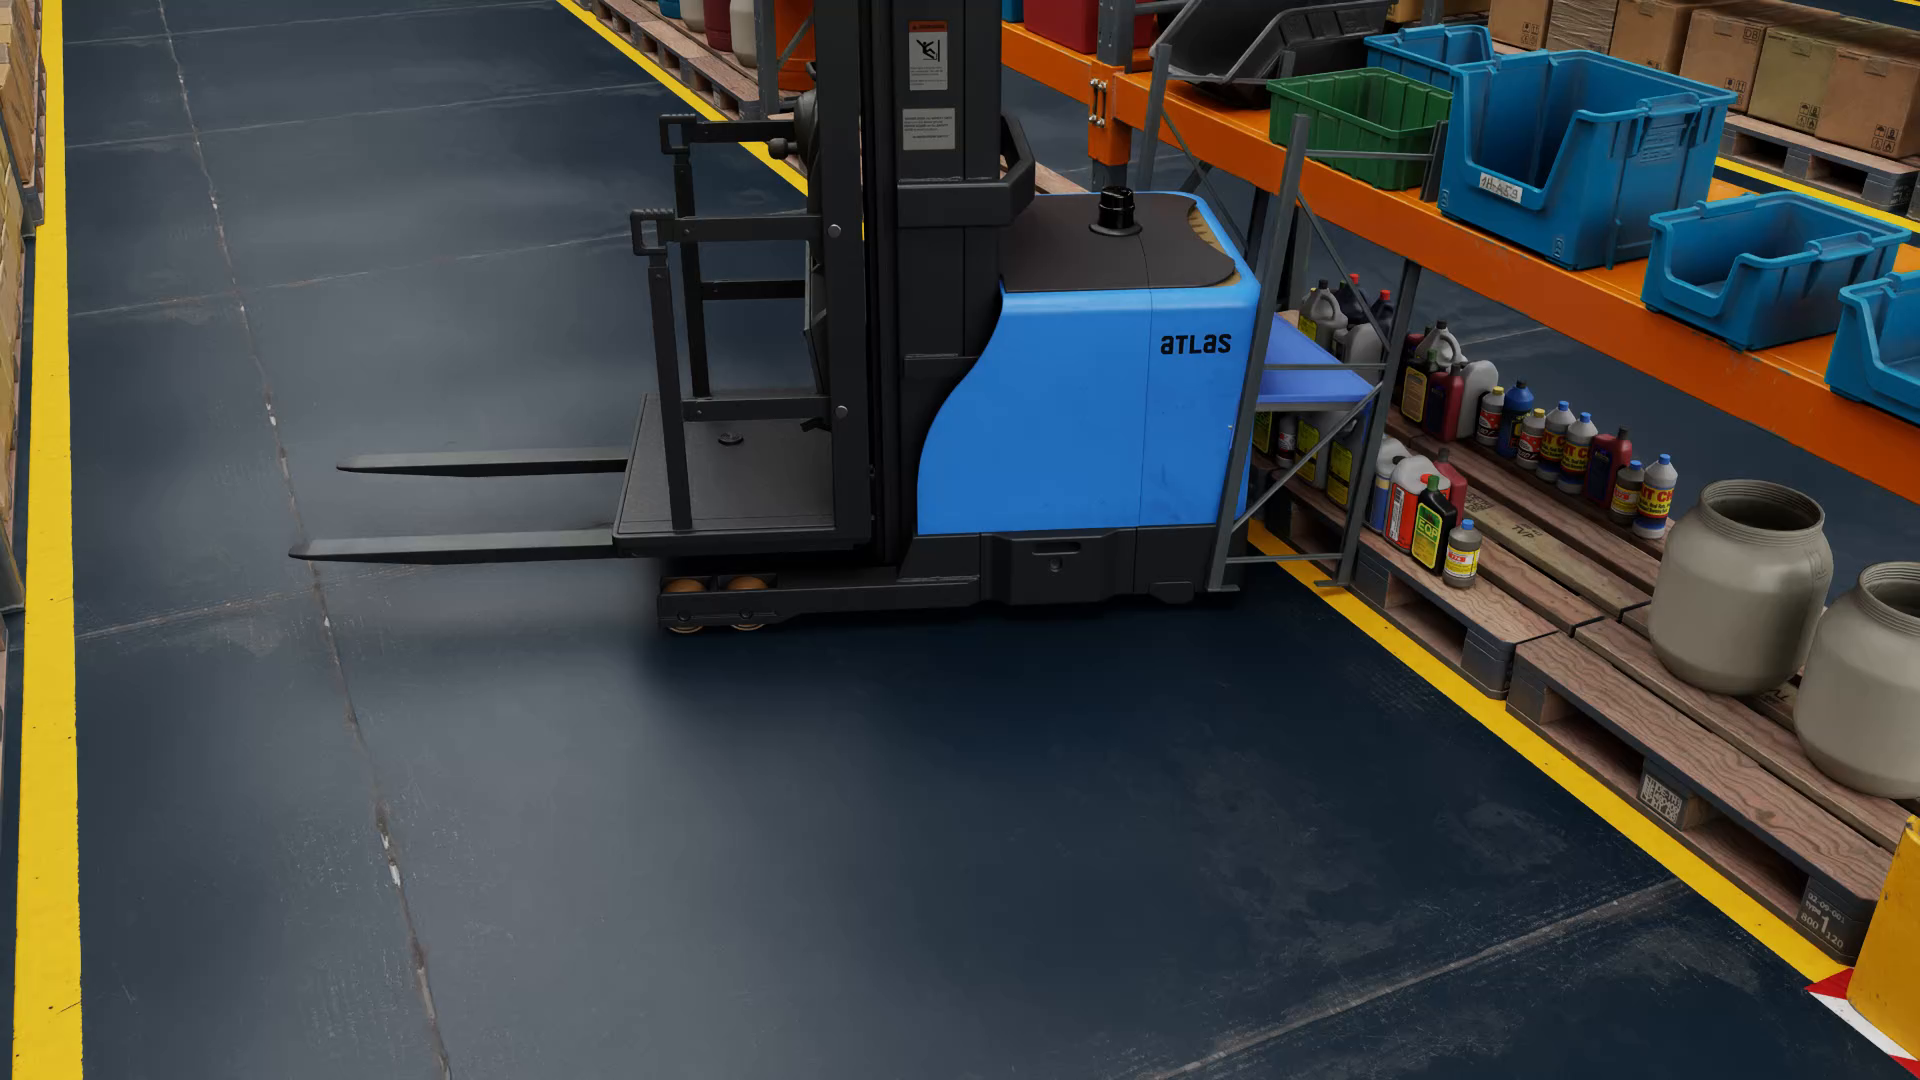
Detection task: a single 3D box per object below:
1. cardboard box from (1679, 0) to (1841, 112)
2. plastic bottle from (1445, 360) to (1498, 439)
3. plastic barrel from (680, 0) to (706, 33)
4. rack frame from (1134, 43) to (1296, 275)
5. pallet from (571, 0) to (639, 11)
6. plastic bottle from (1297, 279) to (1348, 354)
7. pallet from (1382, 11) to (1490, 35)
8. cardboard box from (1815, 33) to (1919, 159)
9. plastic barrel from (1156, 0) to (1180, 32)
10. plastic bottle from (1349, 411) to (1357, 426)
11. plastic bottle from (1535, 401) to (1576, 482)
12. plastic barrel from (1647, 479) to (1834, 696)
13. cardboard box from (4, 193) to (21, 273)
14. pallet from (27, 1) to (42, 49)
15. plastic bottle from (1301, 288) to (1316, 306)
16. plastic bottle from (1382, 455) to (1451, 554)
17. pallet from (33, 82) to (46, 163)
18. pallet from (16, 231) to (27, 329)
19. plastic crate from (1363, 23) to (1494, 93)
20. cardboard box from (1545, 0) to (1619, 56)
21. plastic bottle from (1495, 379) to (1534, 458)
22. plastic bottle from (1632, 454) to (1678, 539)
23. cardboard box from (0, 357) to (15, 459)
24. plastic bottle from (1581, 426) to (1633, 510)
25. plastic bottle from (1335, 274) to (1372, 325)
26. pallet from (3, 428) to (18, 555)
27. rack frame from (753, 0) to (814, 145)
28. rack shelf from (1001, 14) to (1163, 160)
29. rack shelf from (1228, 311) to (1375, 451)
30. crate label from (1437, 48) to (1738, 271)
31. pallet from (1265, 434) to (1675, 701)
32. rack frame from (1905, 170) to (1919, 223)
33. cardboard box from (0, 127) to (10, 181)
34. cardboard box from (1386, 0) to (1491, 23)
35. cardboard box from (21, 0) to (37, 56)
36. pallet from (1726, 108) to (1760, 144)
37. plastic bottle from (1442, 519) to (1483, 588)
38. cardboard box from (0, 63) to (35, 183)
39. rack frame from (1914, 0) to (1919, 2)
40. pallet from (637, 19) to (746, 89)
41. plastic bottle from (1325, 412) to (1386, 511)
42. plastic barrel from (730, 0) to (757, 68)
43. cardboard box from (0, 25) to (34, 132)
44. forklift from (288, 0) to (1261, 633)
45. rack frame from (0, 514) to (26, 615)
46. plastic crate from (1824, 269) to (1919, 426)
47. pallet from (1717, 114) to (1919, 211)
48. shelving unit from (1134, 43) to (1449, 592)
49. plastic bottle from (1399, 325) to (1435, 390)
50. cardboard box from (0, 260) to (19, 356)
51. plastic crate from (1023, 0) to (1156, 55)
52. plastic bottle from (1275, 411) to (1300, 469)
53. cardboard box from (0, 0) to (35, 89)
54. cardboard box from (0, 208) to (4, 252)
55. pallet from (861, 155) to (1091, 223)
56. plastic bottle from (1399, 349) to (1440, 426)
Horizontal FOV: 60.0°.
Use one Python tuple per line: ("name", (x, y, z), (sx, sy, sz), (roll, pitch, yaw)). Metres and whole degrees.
("cardboard box", (4.792, -2.922, 10.001), (0.700, 0.500, 0.500), (-16, 33, -26))
("plastic bottle", (1.815, -0.523, 5.951), (0.152, 0.276, 0.135), (-12, 32, -21))
("plastic barrel", (-1.760, -3.850, 11.664), (0.421, 0.512, 0.421), (0, 29, 0))
("rack frame", (0.817, -0.975, 5.887), (0.500, 1.500, 0.032), (-2, 27, -17))
("pallet", (-2.794, -4.678, 13.876), (1.003, 0.211, 1.213), (-13, 32, -22))
("plastic bottle", (1.398, -0.826, 6.414), (0.144, 0.351, 0.185), (-13, 32, -22))
("pallet", (3.477, -3.998, 12.664), (1.003, 0.211, 1.213), (-13, 32, -22))
("cardboard box", (5.220, -2.461, 9.177), (0.700, 0.500, 0.500), (-16, 33, -26))
("plastic barrel", (1.099, -2.496, 6.622), (0.600, 0.901, 0.708), (-13, 32, -22))
("plastic bottle", (1.349, -0.375, 5.686), (0.152, 0.276, 0.135), (-13, 32, -22))
("plastic bottle", (2.021, -0.340, 5.630), (0.097, 0.271, 0.097), (0, 29, 0))
("plastic barrel", (2.141, 0.129, 4.567), (0.421, 0.512, 0.421), (0, 29, 0))
("cardboard box", (-4.531, -1.348, 7.468), (0.500, 0.250, 0.500), (-13, 32, -23))
("pallet", (-7.213, -3.626, 12.001), (1.003, 0.211, 1.213), (-13, 32, -22))
("plastic bottle", (1.428, -0.920, 6.735), (0.097, 0.201, 0.097), (0, 29, 0))
("plastic bottle", (1.440, -0.117, 5.226), (0.152, 0.276, 0.135), (-13, 32, -22))
("pallet", (-6.008, -2.432, 9.871), (1.003, 0.211, 1.213), (-13, 32, -22))
("pallet", (-4.883, -1.184, 7.645), (1.003, 0.211, 1.213), (-13, 32, -22))
("plastic crate", (1.711, -1.547, 5.593), (0.499, 0.251, 0.616), (-13, 32, -22))
("cardboard box", (4.303, -3.418, 10.884), (0.700, 0.500, 0.500), (-16, 33, -26))
("plastic bottle", (1.934, -0.430, 5.789), (0.097, 0.271, 0.097), (0, 29, 0))
("plastic bottle", (2.211, -0.145, 5.281), (0.097, 0.271, 0.097), (0, 29, 0))
("cardboard box", (-3.652, -0.445, 5.859), (0.500, 0.250, 0.500), (-12, 32, -21))
("plastic bottle", (2.131, -0.254, 5.463), (0.061, 0.283, 0.133), (-13, 32, -21))
("plastic bottle", (1.528, -0.856, 6.468), (0.144, 0.351, 0.185), (-14, 32, -23))
("pallet", (-3.836, -0.106, 5.723), (1.003, 0.211, 1.213), (-13, 32, -22))
("rack frame", (-0.726, -3.810, 9.478), (1.000, 3.000, 0.127), (-13, 32, -22))
("rack shelf", (0.132, -2.613, 8.079), (1.077, 0.370, 4.000), (-13, 32, -22))
("rack shelf", (0.938, -0.587, 5.533), (0.538, 0.185, 1.000), (-2, 27, -17))
("crate label", (1.674, -1.048, 4.516), (0.502, 0.435, 0.616), (-13, 32, -22))
("pallet", (1.769, 0.018, 5.502), (1.003, 0.211, 1.213), (-13, 32, -22))
("rack frame", (5.464, -3.083, 8.182), (1.000, 3.000, 0.127), (-13, 32, -22))
("cardboard box", (-4.754, -1.821, 7.739), (0.500, 0.311, 0.500), (-12, 32, -21))
("cardboard box", (3.470, -4.416, 12.301), (1.225, 0.875, 0.875), (-15, 32, -24))
("cardboard box", (-6.448, -3.483, 11.000), (0.500, 0.500, 0.500), (-13, 32, -22))
("pallet", (4.601, -2.750, 10.439), (1.003, 0.211, 1.213), (-13, 32, -22))
("plastic bottle", (1.524, 0.033, 5.036), (0.097, 0.201, 0.097), (0, 29, 0))
("cardboard box", (-5.139, -2.135, 8.596), (0.500, 0.500, 0.500), (-12, 31, -20))
("rack frame", (8.270, -5.847, 13.111), (1.000, 3.000, 0.127), (-13, 32, -22))
("pallet", (-1.622, -3.472, 11.725), (1.003, 0.211, 1.213), (-13, 32, -22))
("plastic bottle", (1.306, -0.283, 5.446), (0.144, 0.351, 0.185), (-12, 31, -20))
("plastic barrel", (-1.275, -3.352, 10.774), (0.421, 0.512, 0.421), (0, 29, 0))
("cardboard box", (-5.579, -2.587, 9.403), (0.500, 0.500, 0.500), (-14, 32, -23))
("forklift", (-0.622, -1.255, 4.991), (3.031, 2.935, 1.130), (-2, 29, -4))
("rack frame", (-3.484, -1.005, 4.475), (1.000, 3.000, 0.127), (-13, 32, -22))
("plastic crate", (2.223, -0.370, 3.495), (0.499, 0.251, 0.616), (-13, 32, -22))
("pallet", (5.129, -2.211, 9.477), (1.003, 0.211, 1.213), (-13, 32, -22))
("shelving unit", (0.956, -0.747, 5.454), (0.538, 1.500, 1.048), (-2, 27, -17))
("plastic bottle", (1.718, -0.679, 6.221), (0.061, 0.283, 0.133), (-11, 31, -19))
("cardboard box", (-4.094, -0.898, 6.667), (0.500, 0.250, 0.500), (-12, 32, -21))
("plastic crate", (0.507, -2.221, 6.578), (0.402, 0.464, 0.583), (-13, 32, -22))
("plastic bottle", (1.144, -0.358, 5.732), (0.097, 0.201, 0.097), (0, 29, 0))
("cardboard box", (-6.028, -3.041, 10.212), (0.500, 0.500, 0.500), (-13, 32, -21))
("cardboard box", (-4.311, -1.369, 6.933), (0.500, 0.311, 0.500), (-13, 32, -22))
("pallet", (0.091, -1.706, 8.576), (1.003, 0.211, 1.213), (-13, 32, -22))
("plastic bottle", (1.667, -0.566, 6.020), (0.061, 0.283, 0.133), (-13, 32, -22))
